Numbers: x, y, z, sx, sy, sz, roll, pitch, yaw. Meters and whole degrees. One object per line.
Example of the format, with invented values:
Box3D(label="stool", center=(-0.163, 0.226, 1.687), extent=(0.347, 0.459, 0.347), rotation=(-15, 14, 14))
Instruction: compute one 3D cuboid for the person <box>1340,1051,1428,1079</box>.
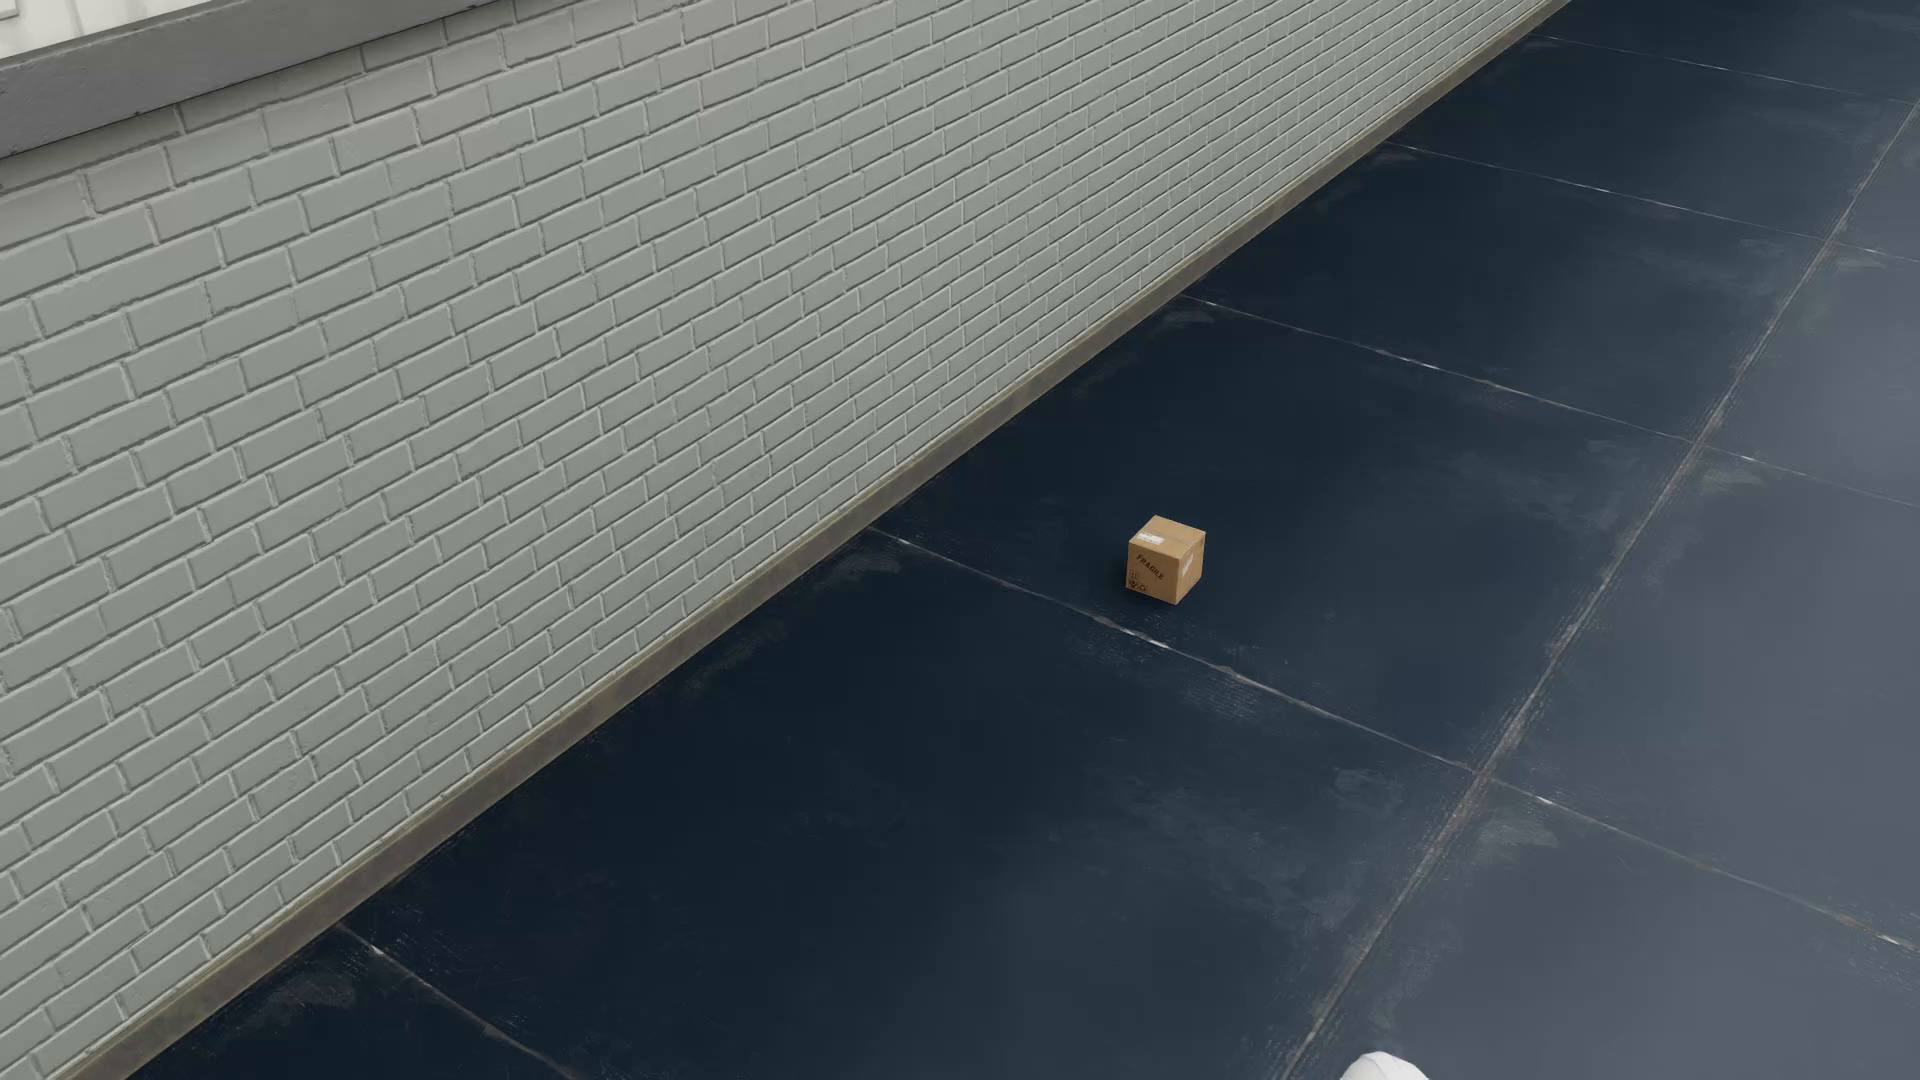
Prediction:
Box3D(label="person", center=(0.814, 1.798, 3.479), extent=(0.565, 1.745, 0.906), rotation=(-1, 34, -1))
